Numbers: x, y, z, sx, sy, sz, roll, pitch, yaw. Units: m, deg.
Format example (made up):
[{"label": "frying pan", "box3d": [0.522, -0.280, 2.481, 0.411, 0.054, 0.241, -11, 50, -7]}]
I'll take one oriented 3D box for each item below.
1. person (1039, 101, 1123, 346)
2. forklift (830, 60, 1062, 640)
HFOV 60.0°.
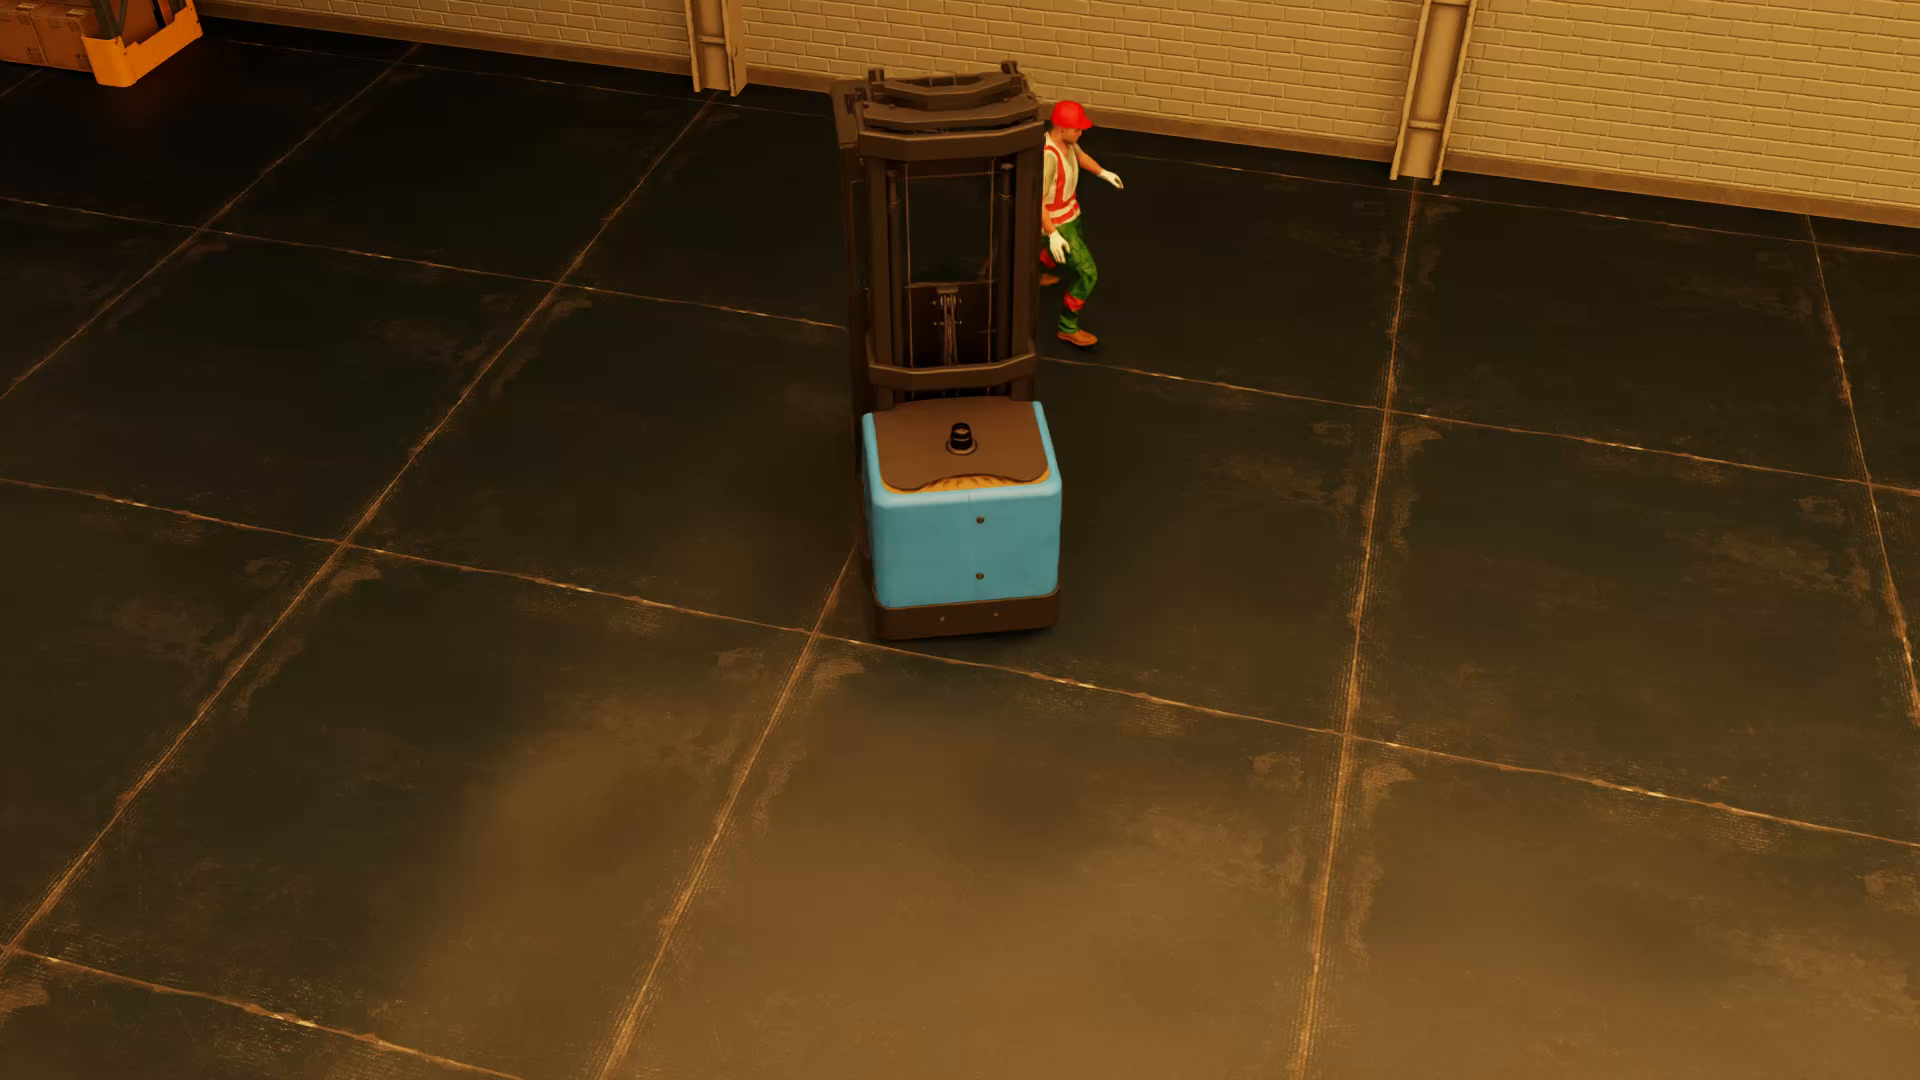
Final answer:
[{"label": "person", "box3d": [0.735, -2.266, 11.463, 0.786, 1.637, 0.992, 14, 43, 15]}, {"label": "forklift", "box3d": [-0.128, -1.510, 9.585, 1.130, 2.935, 3.031, -5, 41, -5]}]
